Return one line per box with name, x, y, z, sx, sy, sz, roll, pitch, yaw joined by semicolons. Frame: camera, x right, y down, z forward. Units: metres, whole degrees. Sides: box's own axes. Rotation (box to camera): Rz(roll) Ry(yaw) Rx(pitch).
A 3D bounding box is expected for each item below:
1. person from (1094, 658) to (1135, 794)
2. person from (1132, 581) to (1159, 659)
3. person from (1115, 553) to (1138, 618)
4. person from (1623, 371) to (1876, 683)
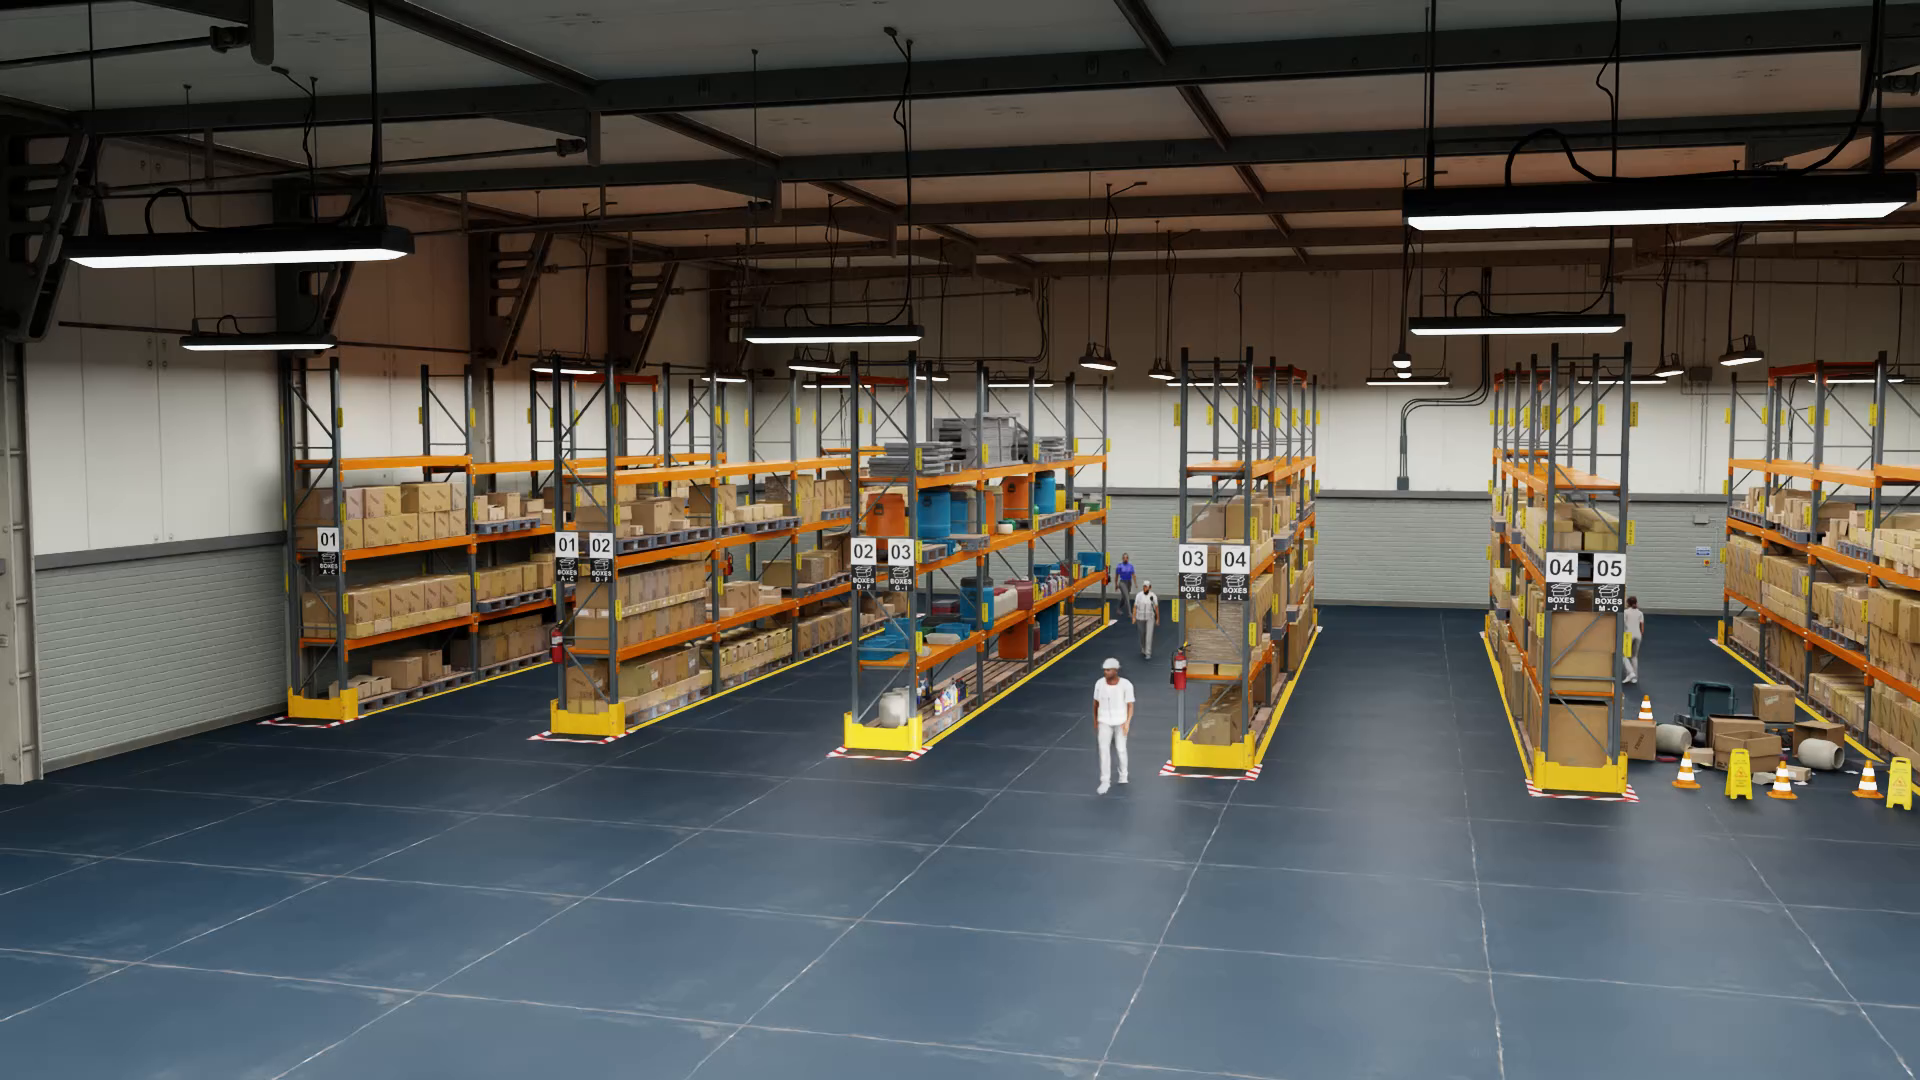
person;2.048;2.474;22.438;0.601;1.750;0.881;1;4;19
person;3.874;1.644;34.667;0.539;1.601;1.053;1;4;13
person;4.171;1.126;41.678;0.444;1.594;1.022;-2;5;-29
person;14.098;-0.108;30.098;2.891;5.807;3.305;-1;4;-8
